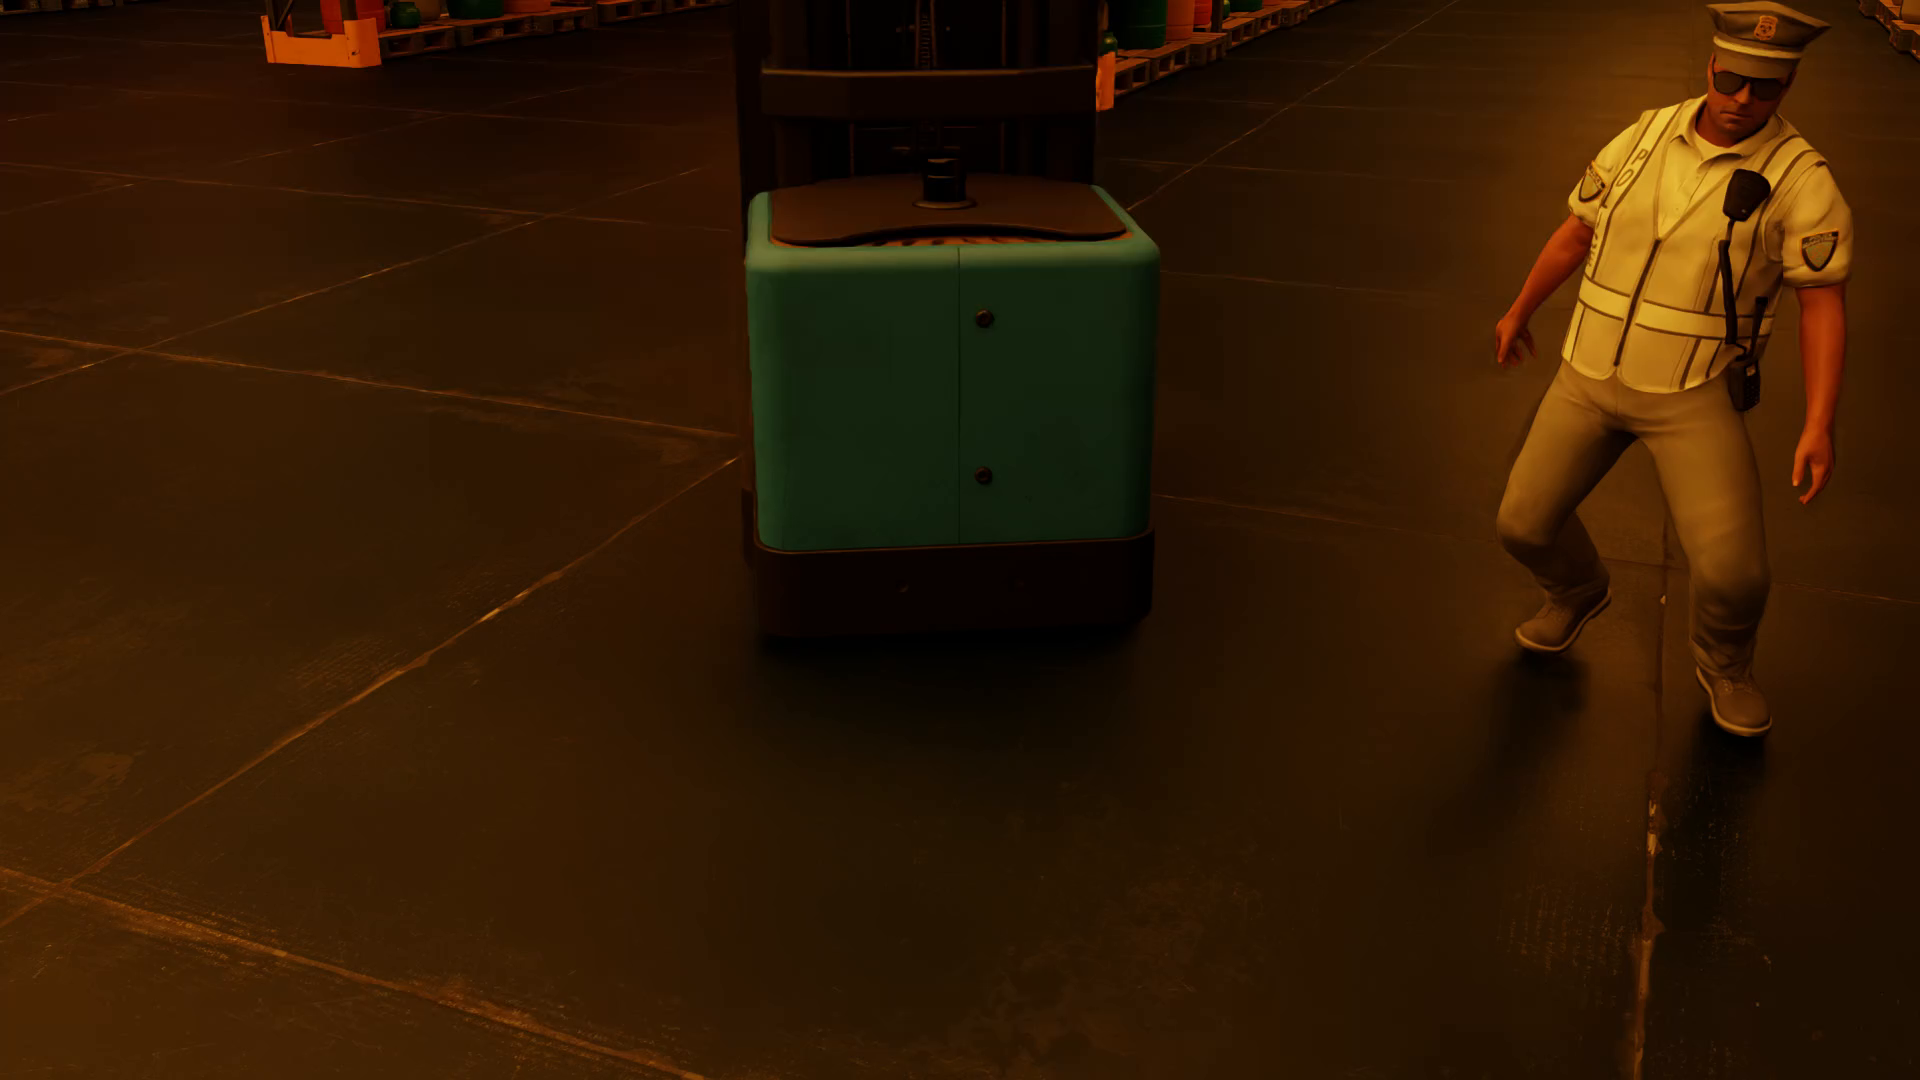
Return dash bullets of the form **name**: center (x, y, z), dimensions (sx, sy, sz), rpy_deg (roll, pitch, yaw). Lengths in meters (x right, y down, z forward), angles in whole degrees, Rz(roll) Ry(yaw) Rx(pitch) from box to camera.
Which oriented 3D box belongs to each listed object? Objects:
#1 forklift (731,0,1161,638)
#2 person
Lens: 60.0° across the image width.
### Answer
- **forklift**: center (-0.158, -1.629, 5.190), dimensions (1.130, 2.935, 3.031), rpy_deg (-2, 23, -6)
- **person**: center (1.641, -0.418, 3.911), dimensions (0.505, 1.643, 0.897), rpy_deg (-19, 29, -38)
